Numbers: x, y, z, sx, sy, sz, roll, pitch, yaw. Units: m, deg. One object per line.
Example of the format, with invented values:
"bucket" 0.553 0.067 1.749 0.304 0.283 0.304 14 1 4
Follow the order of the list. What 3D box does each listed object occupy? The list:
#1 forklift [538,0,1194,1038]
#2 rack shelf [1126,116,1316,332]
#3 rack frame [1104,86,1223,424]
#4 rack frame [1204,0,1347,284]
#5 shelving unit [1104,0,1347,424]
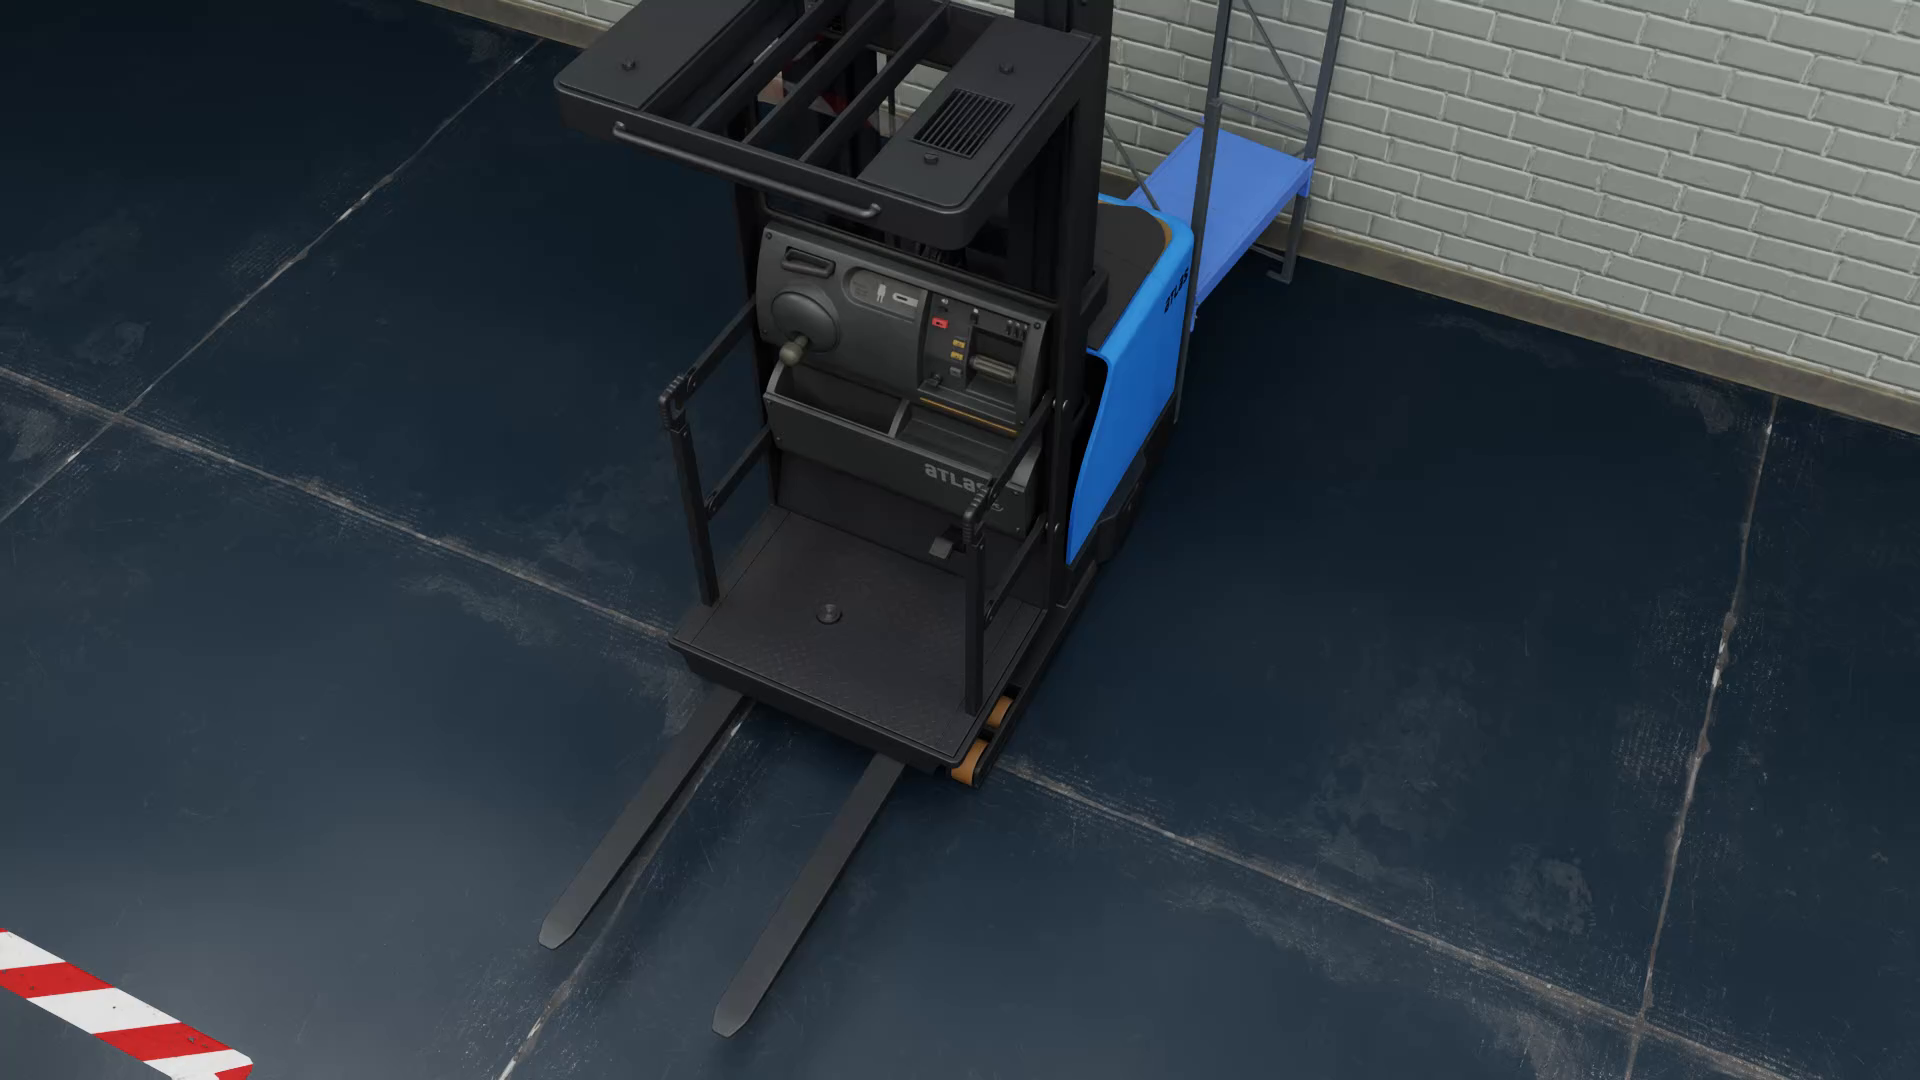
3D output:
"forklift" -0.279 -0.526 4.773 1.130 2.935 3.031 21 53 17
"rack shelf" 0.939 -1.268 6.581 0.538 0.185 1.000 27 55 21
"rack frame" 0.656 -1.063 6.170 0.500 1.500 0.032 27 55 21
"rack frame" 1.223 -1.707 6.717 0.500 1.500 0.032 27 55 21
"shelving unit" 0.939 -1.385 6.444 0.538 1.500 1.048 27 55 21
